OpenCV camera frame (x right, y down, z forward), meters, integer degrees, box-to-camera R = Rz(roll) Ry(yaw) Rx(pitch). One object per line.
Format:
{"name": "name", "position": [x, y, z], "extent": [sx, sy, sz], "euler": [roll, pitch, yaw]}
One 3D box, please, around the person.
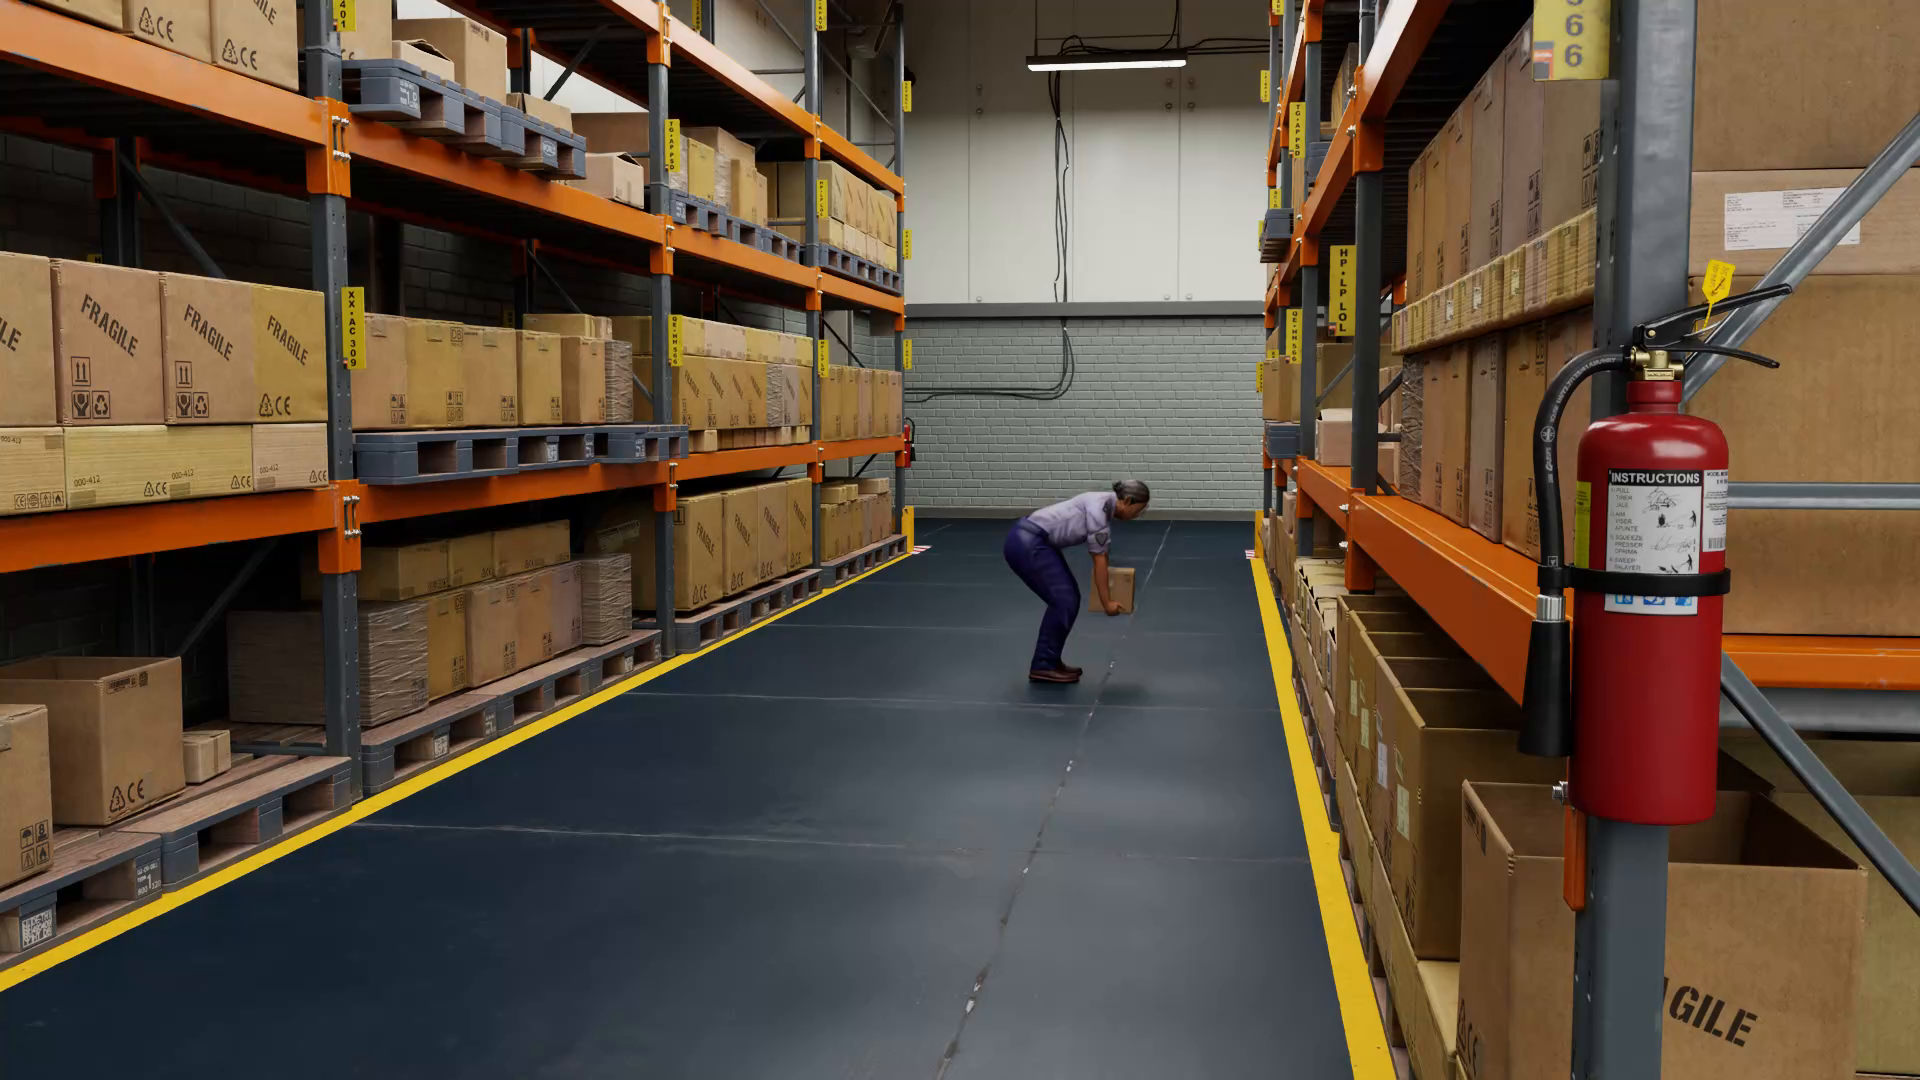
{"name": "person", "position": [0.691, 0.243, 9.897], "extent": [0.858, 1.185, 0.465], "euler": [0, 5, 6]}
